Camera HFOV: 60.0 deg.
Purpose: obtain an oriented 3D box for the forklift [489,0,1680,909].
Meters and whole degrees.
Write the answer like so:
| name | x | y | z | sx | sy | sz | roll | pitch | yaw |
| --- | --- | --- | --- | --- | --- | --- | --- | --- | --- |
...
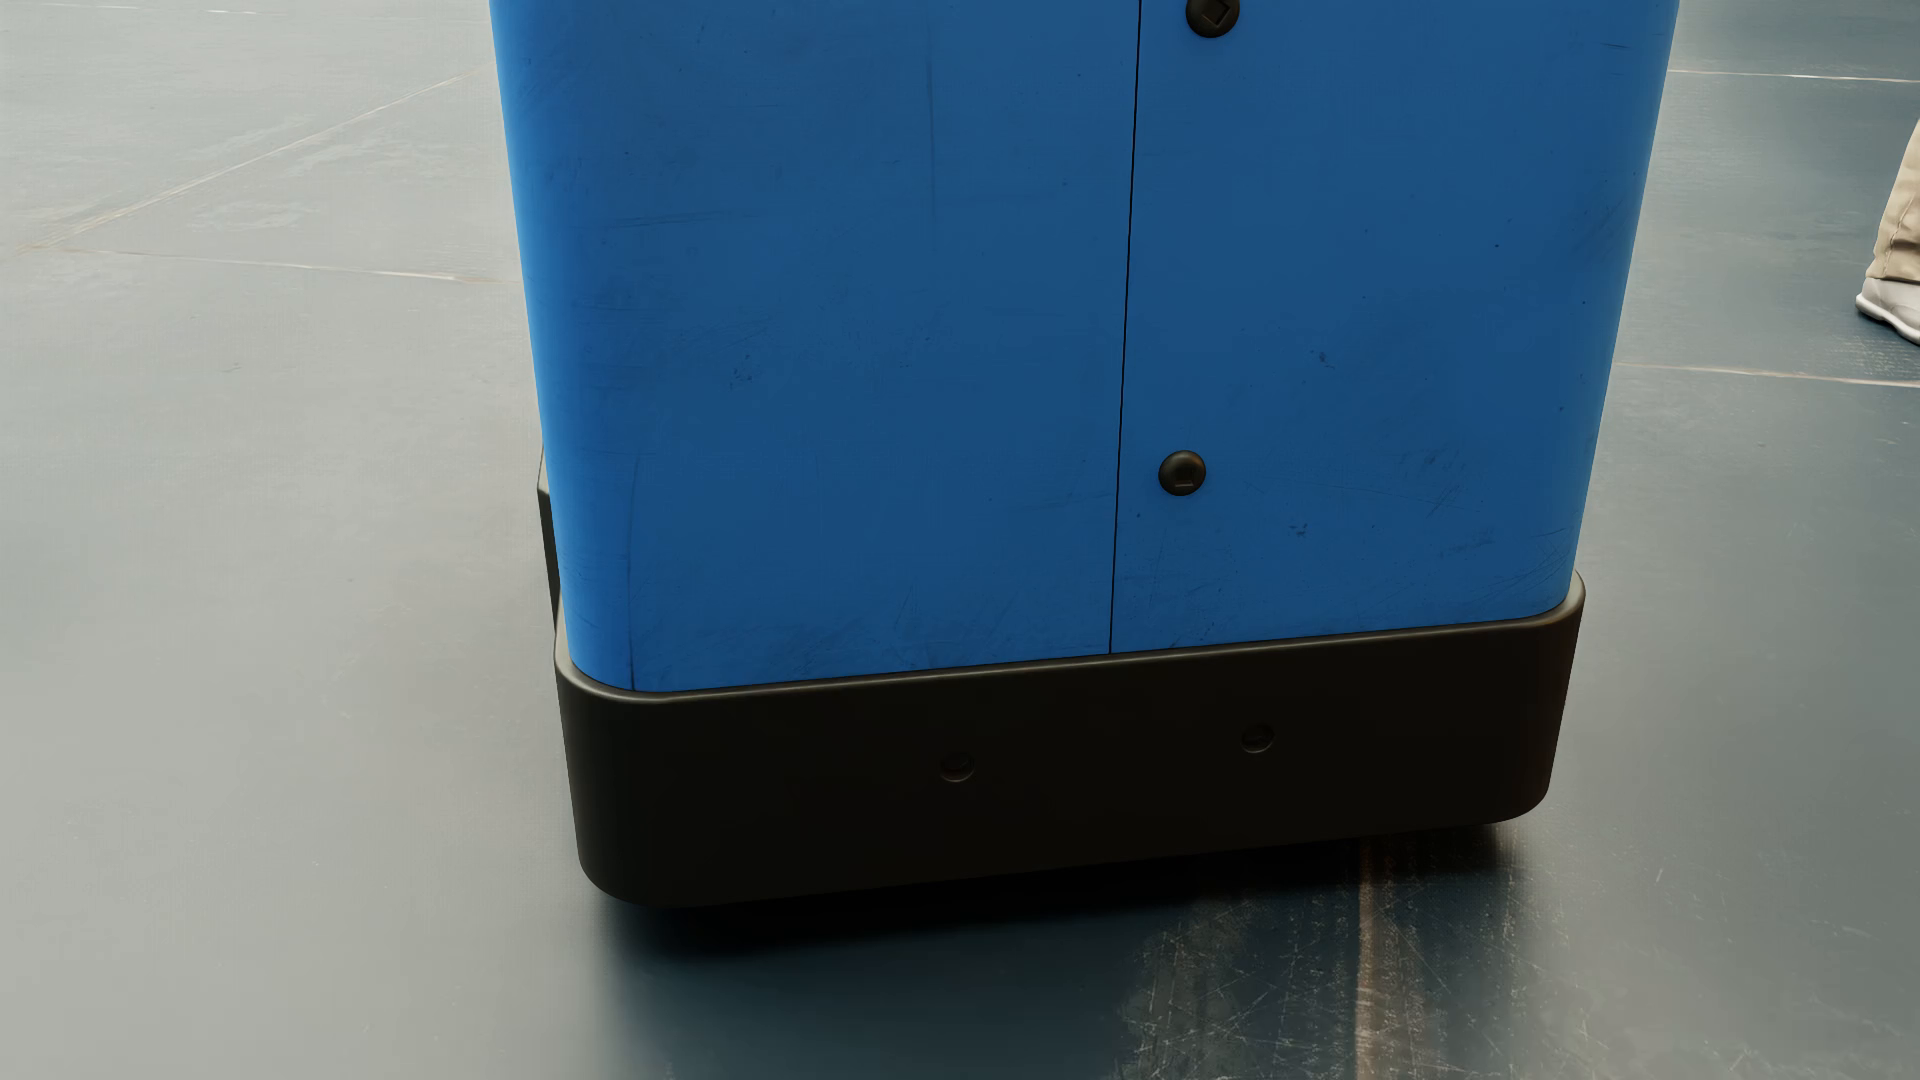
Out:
| name | x | y | z | sx | sy | sz | roll | pitch | yaw |
| --- | --- | --- | --- | --- | --- | --- | --- | --- | --- |
| forklift | -0.103 | -1.588 | 2.393 | 1.130 | 2.935 | 3.031 | -4 | 27 | -8 |

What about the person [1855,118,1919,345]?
| name | x | y | z | sx | sy | sz | roll | pitch | yaw |
| --- | --- | --- | --- | --- | --- | --- | --- | --- | --- |
| person | 2.083 | -1.246 | 3.053 | 0.599 | 1.725 | 0.393 | -15 | 31 | -28 |
